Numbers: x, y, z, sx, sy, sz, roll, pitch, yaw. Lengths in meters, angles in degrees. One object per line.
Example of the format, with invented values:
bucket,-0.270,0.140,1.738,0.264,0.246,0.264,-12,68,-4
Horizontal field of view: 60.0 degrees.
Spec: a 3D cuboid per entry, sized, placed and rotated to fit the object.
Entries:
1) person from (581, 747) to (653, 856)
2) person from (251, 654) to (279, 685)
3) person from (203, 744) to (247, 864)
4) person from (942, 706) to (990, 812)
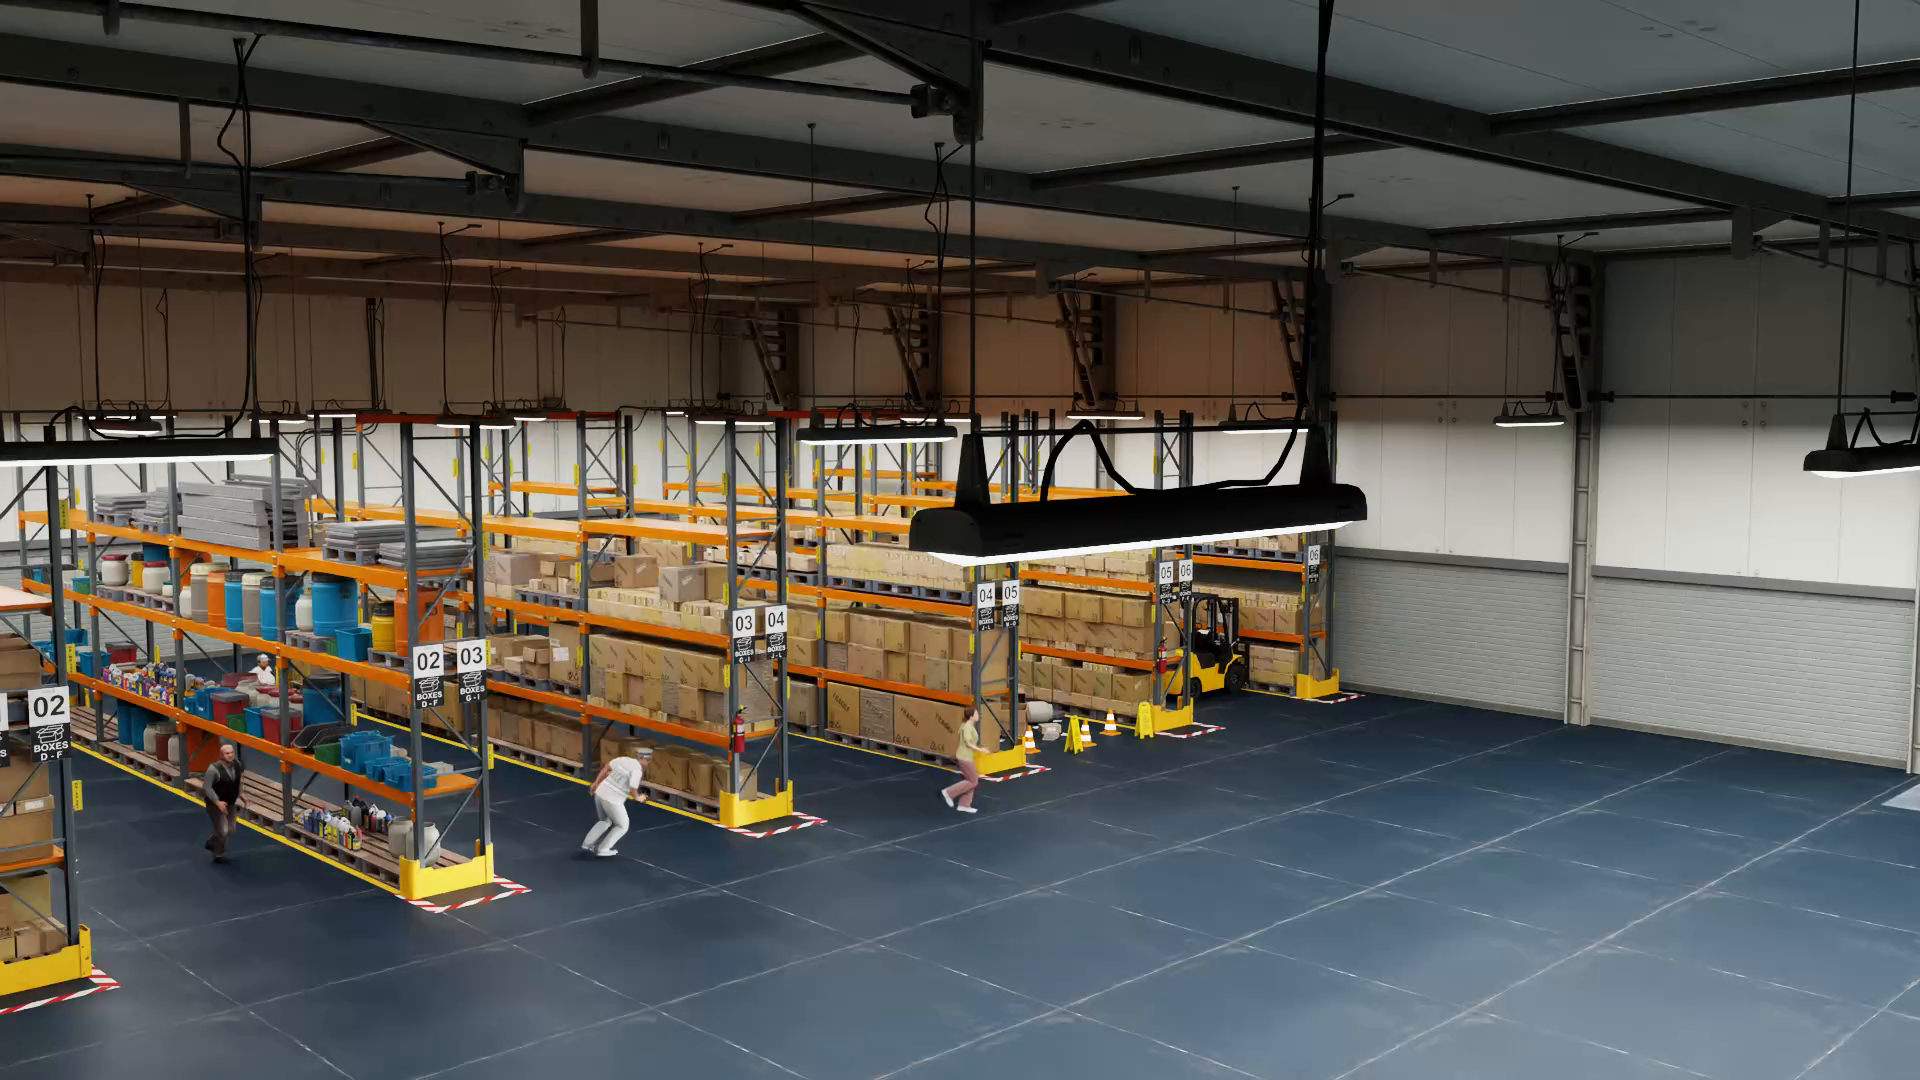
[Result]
person,-4.715,3.623,22.912,0.945,1.468,0.704,-5,7,-44
person,-12.574,2.903,29.956,0.842,1.724,0.557,4,6,37
person,-10.042,3.553,22.501,0.745,1.655,0.639,2,5,21
person,0.081,3.341,25.287,0.725,1.640,0.571,0,5,-5
